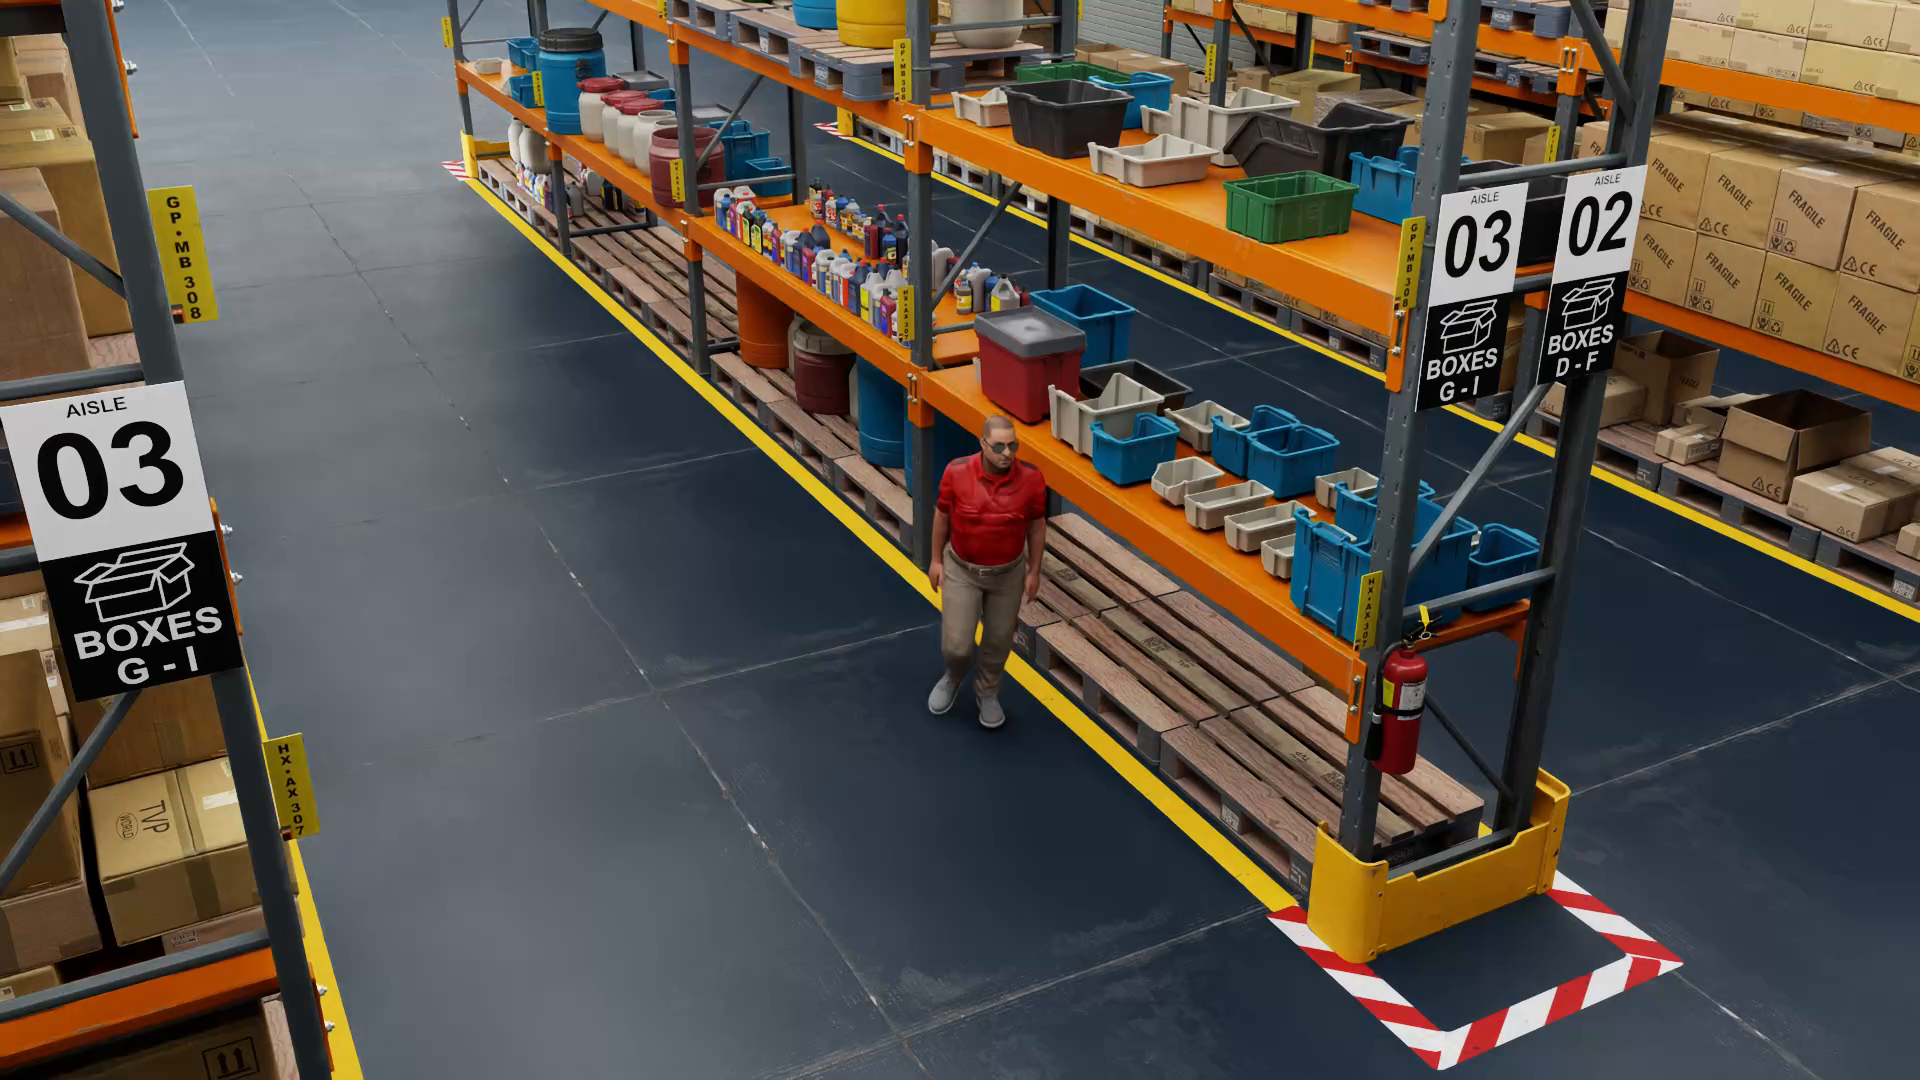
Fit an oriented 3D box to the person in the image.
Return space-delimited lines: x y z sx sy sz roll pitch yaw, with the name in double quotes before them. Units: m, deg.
"person" 0.131 0.156 8.270 0.584 1.714 0.478 -3 26 -6
